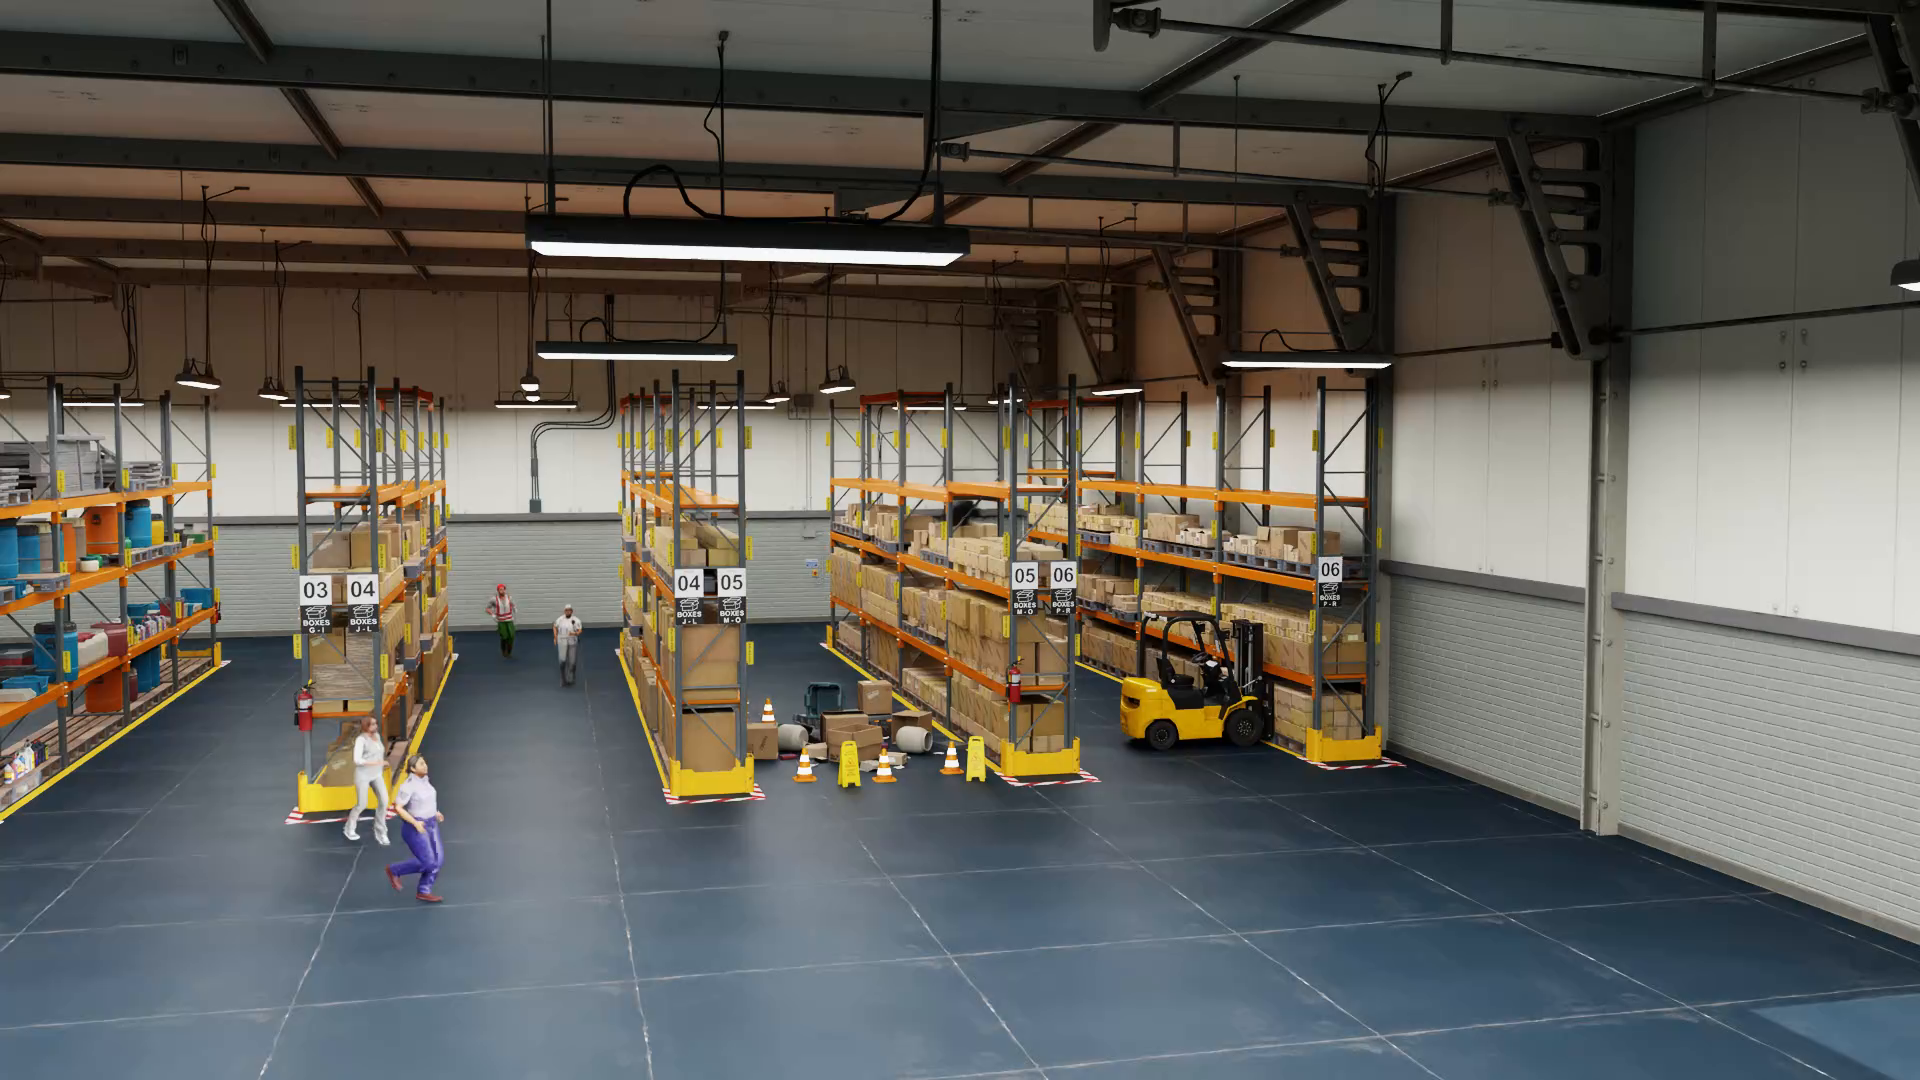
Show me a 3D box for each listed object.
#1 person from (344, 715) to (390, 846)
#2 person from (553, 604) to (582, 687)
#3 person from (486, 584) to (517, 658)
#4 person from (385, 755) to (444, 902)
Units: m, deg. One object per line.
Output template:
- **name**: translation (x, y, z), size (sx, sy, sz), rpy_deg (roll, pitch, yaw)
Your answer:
- **person**: translation (-7.321, 2.984, 20.598), size (0.708, 1.662, 0.555), rpy_deg (2, 4, 24)
- **person**: translation (-8.003, 2.155, 33.936), size (0.578, 1.686, 0.692), rpy_deg (-1, 4, -14)
- **person**: translation (-10.413, 1.862, 37.987), size (0.668, 1.729, 0.593), rpy_deg (-3, 4, -36)
- **person**: translation (-5.920, 3.131, 18.079), size (0.584, 1.606, 0.609), rpy_deg (1, 3, 9)
